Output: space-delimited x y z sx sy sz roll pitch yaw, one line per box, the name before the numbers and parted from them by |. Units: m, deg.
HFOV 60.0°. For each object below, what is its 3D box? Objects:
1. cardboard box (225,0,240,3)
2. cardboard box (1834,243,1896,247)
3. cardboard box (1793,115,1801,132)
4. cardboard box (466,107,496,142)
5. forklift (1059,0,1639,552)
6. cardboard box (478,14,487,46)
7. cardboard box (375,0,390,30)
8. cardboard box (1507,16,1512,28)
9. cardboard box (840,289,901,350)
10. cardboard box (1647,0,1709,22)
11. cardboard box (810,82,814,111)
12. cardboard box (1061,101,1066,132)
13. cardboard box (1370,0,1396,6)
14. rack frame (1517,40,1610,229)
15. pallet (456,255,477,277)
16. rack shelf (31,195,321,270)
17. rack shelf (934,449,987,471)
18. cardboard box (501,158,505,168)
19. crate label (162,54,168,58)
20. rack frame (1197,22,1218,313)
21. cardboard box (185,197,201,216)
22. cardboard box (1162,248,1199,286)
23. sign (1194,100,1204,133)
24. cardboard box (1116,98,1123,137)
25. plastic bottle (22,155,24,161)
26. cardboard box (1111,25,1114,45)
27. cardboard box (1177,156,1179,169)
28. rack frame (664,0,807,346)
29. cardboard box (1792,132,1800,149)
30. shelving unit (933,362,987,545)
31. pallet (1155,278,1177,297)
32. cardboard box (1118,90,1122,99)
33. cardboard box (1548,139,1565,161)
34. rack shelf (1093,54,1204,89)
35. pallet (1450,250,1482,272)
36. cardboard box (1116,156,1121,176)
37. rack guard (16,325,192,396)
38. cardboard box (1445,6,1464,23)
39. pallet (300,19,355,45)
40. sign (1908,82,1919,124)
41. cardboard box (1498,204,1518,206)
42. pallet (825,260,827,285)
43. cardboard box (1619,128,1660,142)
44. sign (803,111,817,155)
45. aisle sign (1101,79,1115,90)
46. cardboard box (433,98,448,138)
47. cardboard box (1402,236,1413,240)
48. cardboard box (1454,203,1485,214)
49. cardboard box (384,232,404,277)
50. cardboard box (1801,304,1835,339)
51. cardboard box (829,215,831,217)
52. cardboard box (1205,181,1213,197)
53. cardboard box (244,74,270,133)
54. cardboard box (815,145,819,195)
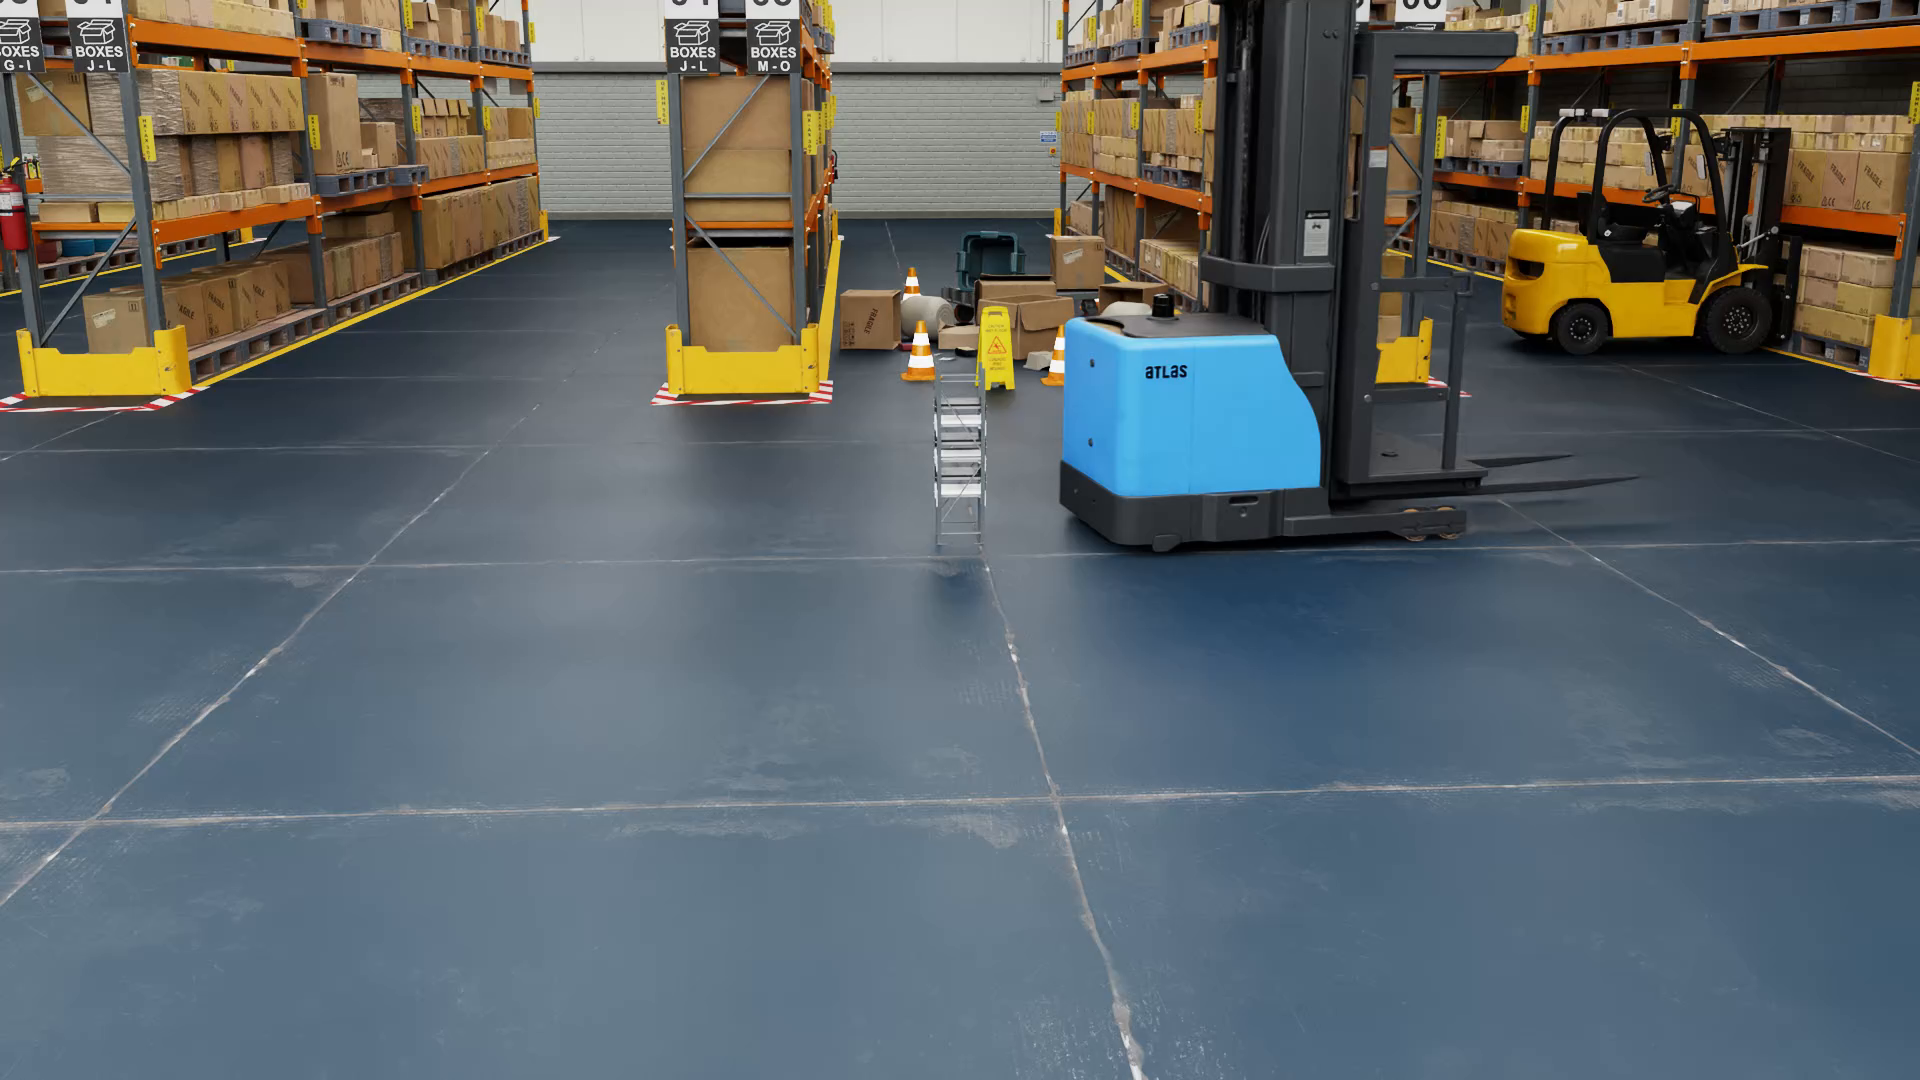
cardboard box | -6.511 -4.757 14.475 0.380 0.149 0.250 0 14 -1
cardboard box | 8.291 -2.551 15.089 0.500 0.250 0.500 -1 14 -4
cardboard box | 7.853 -3.797 15.166 0.380 0.149 0.250 -1 14 -3
cardboard box | -7.176 -6.135 24.550 0.500 0.500 0.500 -1 14 -3
forklift | 2.114 -1.535 8.610 3.031 2.935 1.130 -4 15 -13
cardboard box | -7.539 -7.658 25.005 0.700 0.500 0.500 0 14 -1
cardboard box | -6.832 -6.084 18.927 0.500 0.500 0.500 -1 14 -4
cardboard box | 7.423 -6.807 21.849 0.380 0.149 0.250 -1 14 -4
cardboard box | -0.829 -2.060 15.523 0.500 0.500 0.500 2 15 6
cardboard box | 7.650 -5.656 17.604 0.500 0.311 0.500 -1 14 -5
cardboard box | -1.811 -4.007 15.614 0.875 0.550 0.550 -1 14 -3
cardboard box | 1.987 -7.134 28.026 0.500 0.500 0.500 -1 14 -5
cardboard box | 3.467 -4.399 13.289 0.500 0.250 0.500 -1 14 -4
rack frame | 7.691 -4.813 21.213 1.000 3.000 0.127 -1 14 -3
pallet | -7.200 -3.732 22.607 1.003 0.211 1.213 -1 14 -3
rack shelf | -6.782 -2.742 14.607 1.077 0.370 4.000 -1 14 -3
rack shelf | 0.000 -0.406 8.430 0.258 0.077 0.200 -1 14 -3
cardboard box | -7.140 -5.731 25.283 0.380 0.149 0.250 -1 14 -5
crate label | -12.859 -7.642 26.486 0.408 0.251 0.502 -1 14 -3
rack frame | 2.985 -3.741 17.045 1.000 3.000 0.127 -1 14 -3
cardboard box | -6.471 -2.733 13.631 0.380 0.149 0.250 -1 14 -3
cardboard box | 2.857 -3.153 19.194 0.950 0.372 0.625 0 14 -2
sign | 2.431 -4.292 16.864 0.100 0.325 0.005 -1 14 -3
cardboard box | 2.380 -5.644 22.234 0.500 0.500 0.500 -1 14 -3
plastic bottle | -12.625 -5.032 22.312 0.152 0.276 0.135 -1 14 -3
cardboard box | 2.253 -6.861 22.581 0.396 0.266 0.258 0 14 1
cardboard box | 2.628 -4.200 18.492 0.380 0.149 0.250 -1 14 -3
rack frame | -1.702 -2.644 12.784 1.000 3.000 0.127 -1 14 -3
cardboard box | 7.856 -3.650 15.190 0.380 0.149 0.250 -1 14 -4
shelving unit | 0.000 -0.438 8.422 0.258 0.900 0.210 -1 14 -3
pallet | 2.856 -2.888 19.327 1.003 0.211 1.213 -1 14 -3
cardboard box | 2.244 -6.716 25.100 0.380 0.149 0.250 -1 14 -2
cardboard box | 7.504 -4.744 20.242 0.500 0.250 0.500 0 14 -2
rack shelf | 2.613 -6.337 22.561 1.077 0.370 4.000 -1 14 -3
pallet | 7.610 -3.951 23.461 1.003 0.211 1.213 -1 14 -3
cardboard box | 2.384 -5.037 22.384 0.500 0.250 0.500 -1 14 -4
rack guard | -6.663 -1.401 12.969 1.175 0.500 0.348 -1 14 -3
cardboard box | 7.113 -7.655 24.271 0.396 0.266 0.258 -1 14 -4
pallet | -6.838 -5.105 16.703 1.213 0.211 1.003 -1 14 -3
sign | 7.644 -3.494 13.287 0.100 0.325 0.005 -1 14 -3
cardboard box | 7.876 -4.706 23.671 0.380 0.149 0.250 -1 14 -3
pallet | -2.244 -3.478 21.620 1.003 0.211 1.213 -1 14 -3
cardboard box | 7.597 -4.517 18.561 0.380 0.149 0.250 -1 14 -5
sign | -1.148 -3.109 12.694 0.100 0.325 0.005 -1 14 -3
aisle sign | 2.546 -8.007 28.409 0.394 0.787 0.004 -1 14 -3
cardboard box | -7.269 -5.628 22.165 0.797 0.503 0.637 0 14 -2
cardboard box | 7.115 -4.765 25.903 0.380 0.149 0.250 -1 14 -5
cardboard box | 7.330 -4.759 23.877 0.380 0.149 0.250 -1 14 -4
cardboard box | -7.093 -3.419 19.927 0.700 0.500 0.500 -2 15 -6
cardboard box | 7.821 -1.931 14.687 0.500 0.250 0.500 -1 14 -3
cardboard box | -2.297 -5.206 27.020 0.380 0.149 0.250 -1 14 -3
cardboard box | 2.684 -3.536 16.753 0.380 0.149 0.250 -1 14 -4
cardboard box | -6.542 -3.908 14.891 0.500 0.500 0.500 -1 14 -3
cardboard box | -1.714 -3.823 17.162 0.500 0.500 0.500 -1 14 -3
